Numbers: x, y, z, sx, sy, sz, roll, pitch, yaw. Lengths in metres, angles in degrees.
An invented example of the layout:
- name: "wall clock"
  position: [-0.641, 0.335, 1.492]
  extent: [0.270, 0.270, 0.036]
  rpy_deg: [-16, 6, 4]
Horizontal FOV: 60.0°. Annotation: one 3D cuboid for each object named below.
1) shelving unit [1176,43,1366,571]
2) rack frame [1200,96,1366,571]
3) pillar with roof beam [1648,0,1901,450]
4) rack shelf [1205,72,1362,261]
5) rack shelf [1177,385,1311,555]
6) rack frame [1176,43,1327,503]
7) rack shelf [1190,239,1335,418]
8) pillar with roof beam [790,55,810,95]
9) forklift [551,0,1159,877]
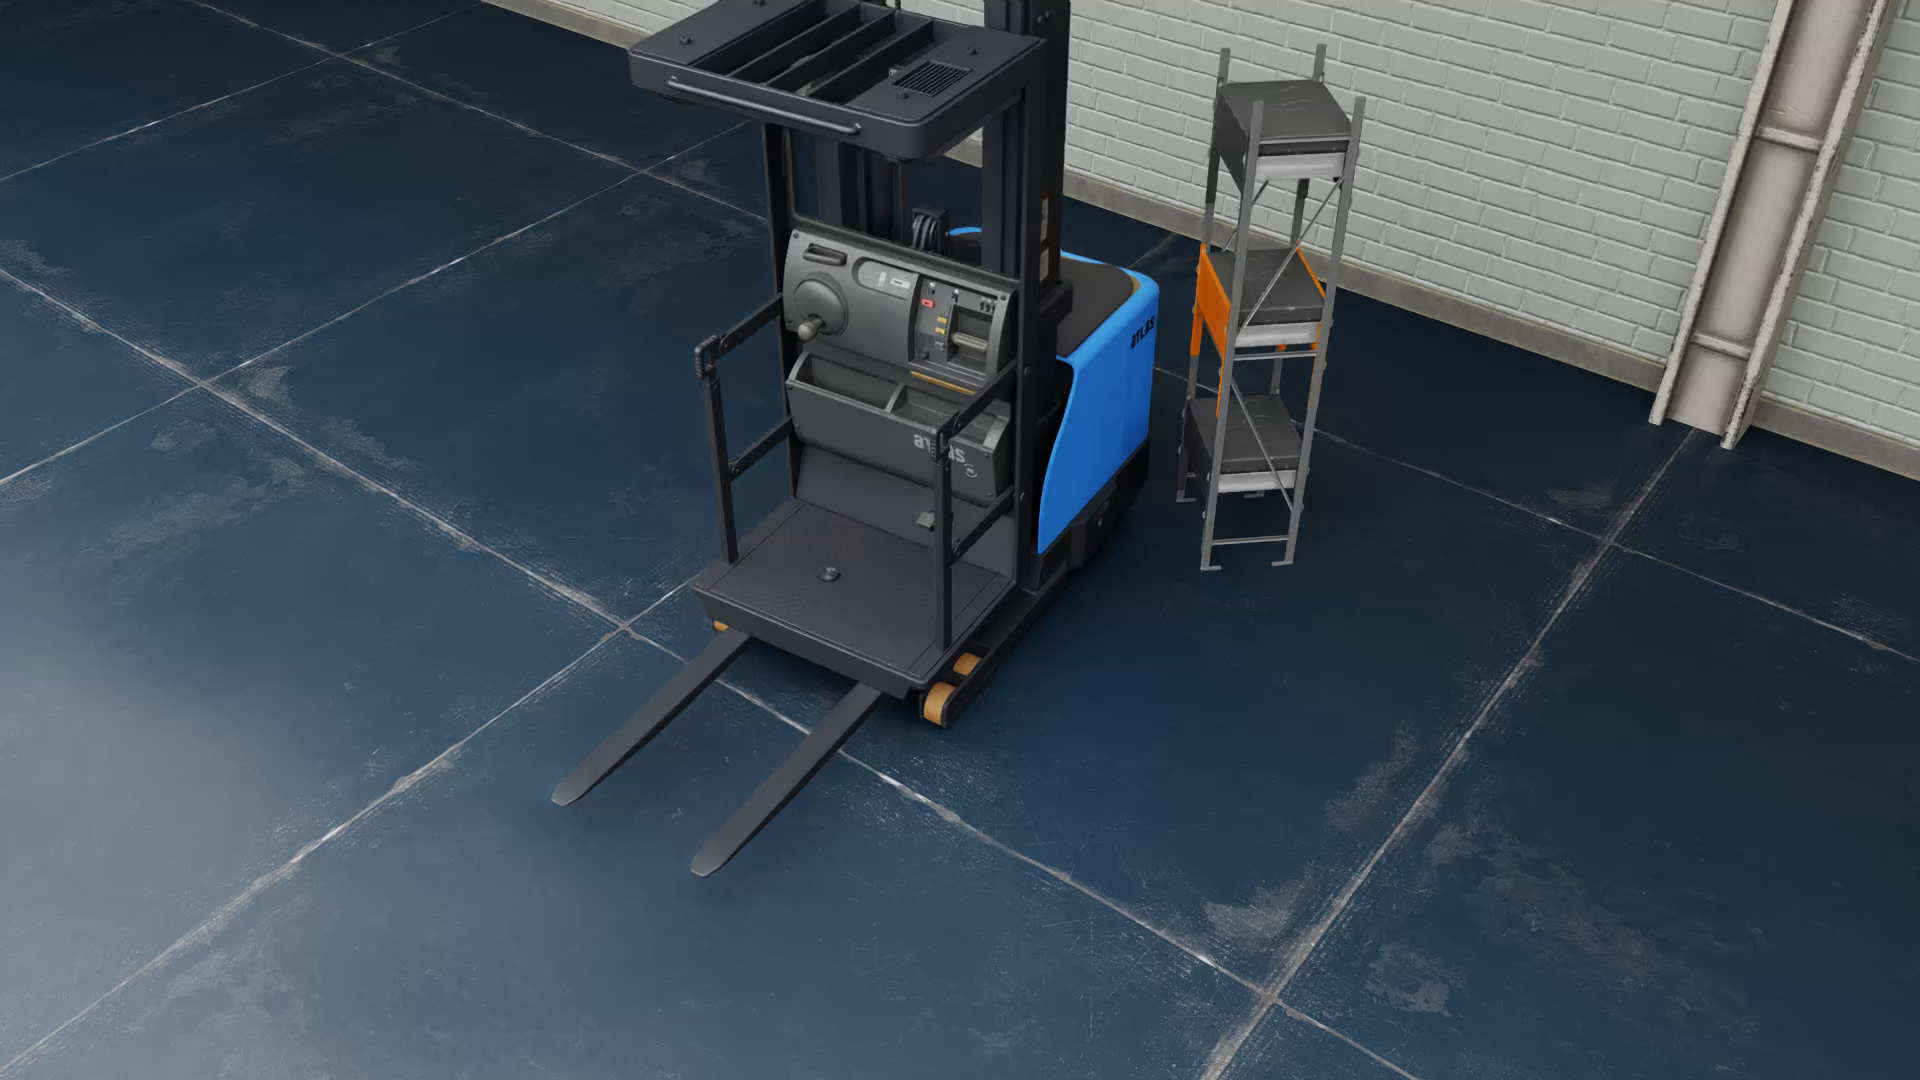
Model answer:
- name: "shelving unit"
  position: [1.196, -0.862, 6.647]
  extent: [0.431, 2.100, 0.503]
  rpy_deg: [-4, 38, -5]
- name: "rack frame"
  position: [1.223, -0.712, 6.456]
  extent: [0.400, 2.100, 0.015]
  rpy_deg: [-4, 38, -5]
- name: "pillar with roof beam"
  position: [0.935, -2.005, 2.512]
  extent: [0.400, 9.000, 9.100]
  rpy_deg: [25, 45, 29]
- name: "rack shelf"
  position: [1.196, -1.402, 6.224]
  extent: [0.431, 0.518, 0.480]
  rpy_deg: [-4, 38, -5]
- name: "rack shelf"
  position: [1.196, -0.300, 7.087]
  extent: [0.431, 0.518, 0.480]
  rpy_deg: [-4, 38, -5]
- name: "rack frame"
  position: [1.169, -1.011, 6.838]
  extent: [0.400, 2.100, 0.015]
  rpy_deg: [-4, 38, -5]
- name: "rack shelf"
  position: [1.196, -0.851, 6.656]
  extent: [0.431, 0.518, 0.480]
  rpy_deg: [-4, 38, -5]
- name: "pillar with roof beam"
  position: [-3.831, -4.252, 5.382]
  extent: [0.400, 9.000, 9.100]
  rpy_deg: [25, 45, 29]
- name: "forklift"
  position: [-0.347, -0.774, 5.861]
  extent: [1.130, 2.935, 3.031]
  rpy_deg: [20, 42, 24]
